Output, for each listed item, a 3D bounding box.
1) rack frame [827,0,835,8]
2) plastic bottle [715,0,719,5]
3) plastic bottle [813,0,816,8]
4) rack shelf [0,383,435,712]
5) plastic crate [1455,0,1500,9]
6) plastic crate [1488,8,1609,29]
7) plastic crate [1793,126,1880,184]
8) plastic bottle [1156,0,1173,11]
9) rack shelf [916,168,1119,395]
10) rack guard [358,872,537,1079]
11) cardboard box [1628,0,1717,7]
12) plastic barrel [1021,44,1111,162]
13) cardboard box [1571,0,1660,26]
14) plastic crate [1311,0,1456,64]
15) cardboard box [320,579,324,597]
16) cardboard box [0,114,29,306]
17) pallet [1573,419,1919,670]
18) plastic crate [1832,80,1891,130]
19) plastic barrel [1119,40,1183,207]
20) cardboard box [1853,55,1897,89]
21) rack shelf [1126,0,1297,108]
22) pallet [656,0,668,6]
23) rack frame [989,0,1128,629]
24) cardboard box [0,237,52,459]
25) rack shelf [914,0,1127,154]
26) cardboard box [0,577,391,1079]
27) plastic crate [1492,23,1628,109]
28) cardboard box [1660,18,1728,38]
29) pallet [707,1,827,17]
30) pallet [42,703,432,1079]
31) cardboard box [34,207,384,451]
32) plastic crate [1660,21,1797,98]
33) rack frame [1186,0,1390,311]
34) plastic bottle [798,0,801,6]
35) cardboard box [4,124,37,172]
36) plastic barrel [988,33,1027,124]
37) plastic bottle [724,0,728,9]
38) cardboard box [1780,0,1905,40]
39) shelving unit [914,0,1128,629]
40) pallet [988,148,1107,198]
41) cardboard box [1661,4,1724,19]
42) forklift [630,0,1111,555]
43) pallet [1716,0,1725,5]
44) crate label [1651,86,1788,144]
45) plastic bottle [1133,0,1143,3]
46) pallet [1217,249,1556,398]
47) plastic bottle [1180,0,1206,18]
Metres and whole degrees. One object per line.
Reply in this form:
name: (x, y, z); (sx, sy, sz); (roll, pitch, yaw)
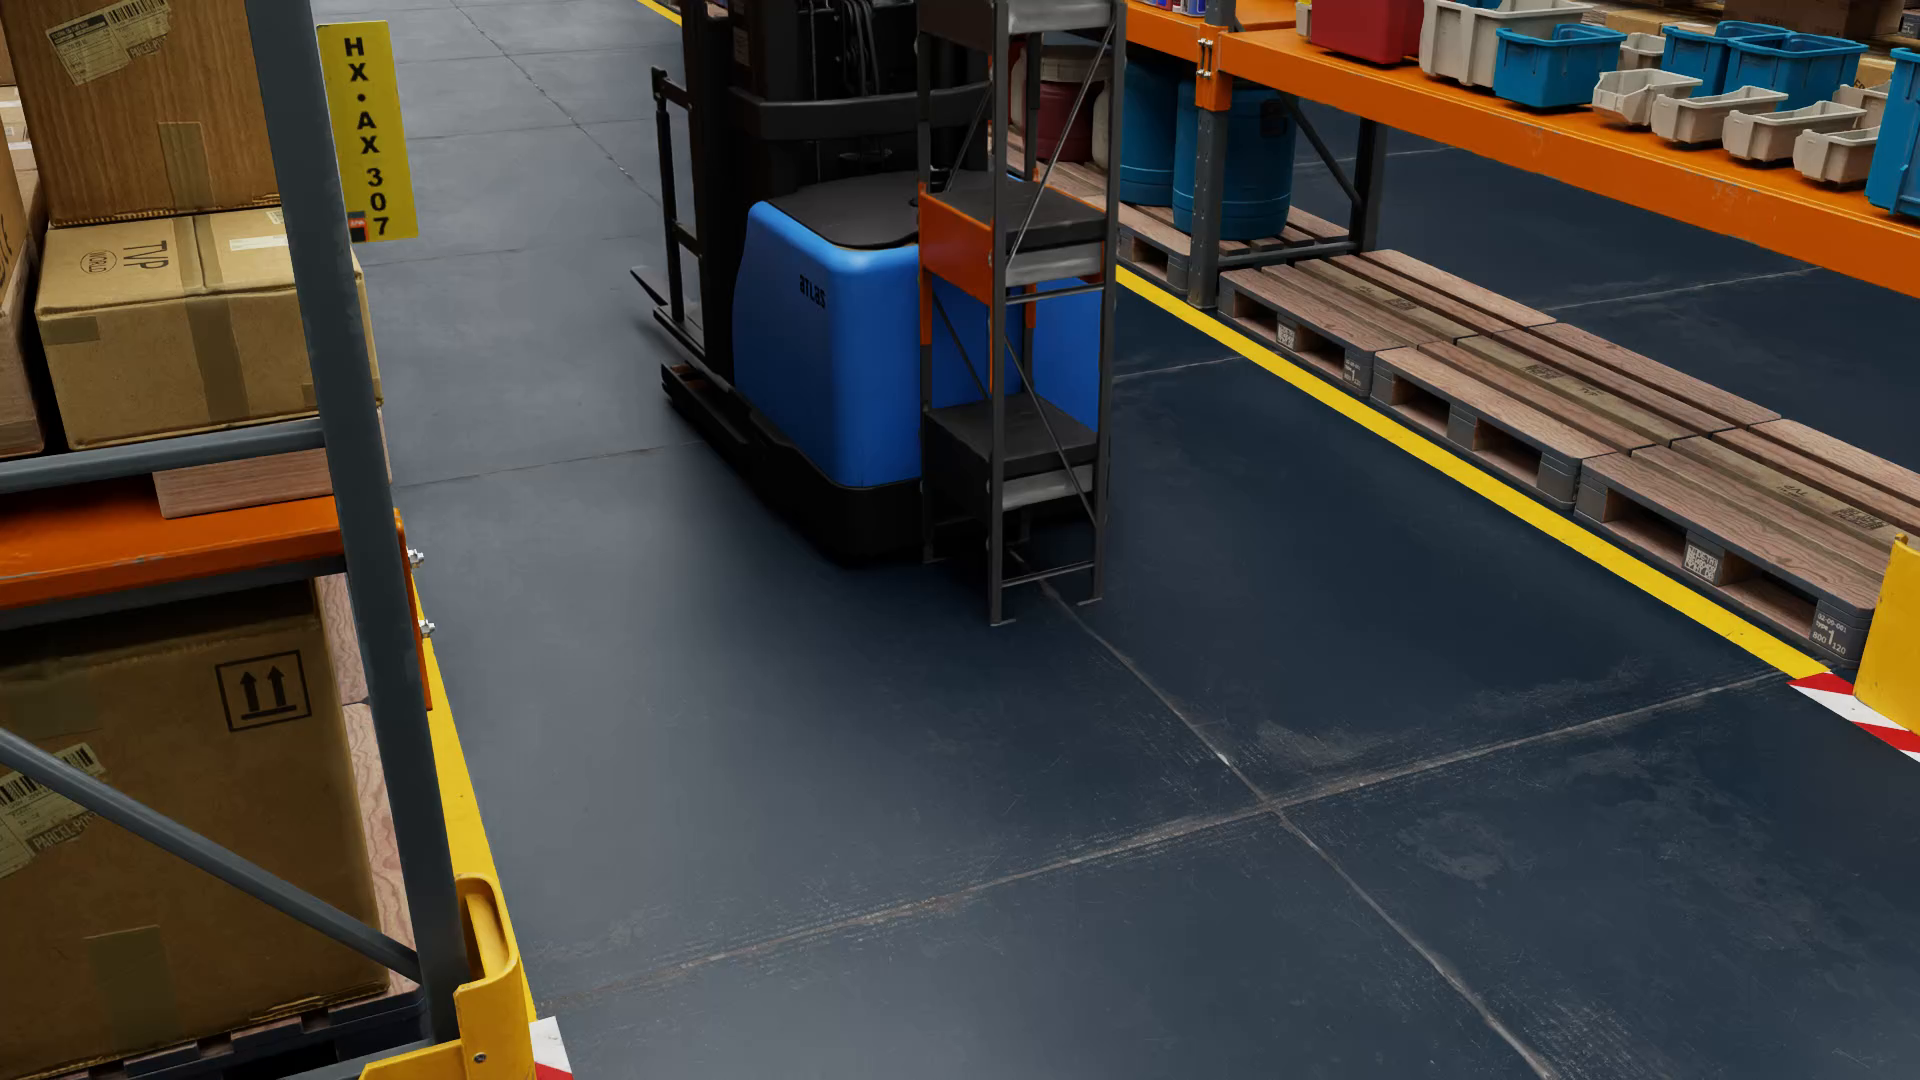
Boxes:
rack frame: (-1.545, -5.789, 14.188); (1.000, 3.000, 0.127); (-11, 28, -21)
plastic bottle: (-2.240, -5.113, 15.397); (0.061, 0.283, 0.133); (-9, 27, -17)
plastic bottle: (-1.307, -4.974, 15.207); (0.097, 0.201, 0.097); (0, 26, 0)
rack shelf: (-2.187, -0.578, 4.334); (1.077, 0.370, 4.000); (-11, 28, -21)
plastic crate: (2.084, -2.449, 7.298); (0.392, 0.384, 0.575); (-11, 28, -21)
plastic crate: (2.273, -2.057, 6.789); (0.437, 0.125, 0.590); (-11, 28, -21)
plastic crate: (2.668, -1.151, 4.921); (0.396, 0.136, 0.243); (-11, 28, -21)
plastic bottle: (1.003, -2.696, 7.986); (0.061, 0.283, 0.133); (-11, 28, -21)
rack shelf: (0.165, -0.791, 5.007); (0.431, 0.518, 0.480); (-12, 29, -24)
rack guard: (-1.394, 1.039, 3.051); (1.175, 0.500, 0.348); (-11, 28, -21)
cardboard box: (5.188, -4.076, 12.172); (0.500, 0.250, 0.500); (-9, 28, -19)
plastic barrel: (0.671, -2.629, 9.985); (0.600, 0.588, 0.708); (-11, 28, -21)
cardboard box: (4.706, -3.655, 12.165); (0.500, 0.500, 0.500); (-12, 28, -22)
plastic crate: (1.706, -2.212, 6.719); (0.402, 0.464, 0.583); (-11, 28, -21)
cardboard box: (-2.433, -0.299, 4.886); (0.875, 0.875, 0.875); (-11, 28, -21)
cardboard box: (-1.836, -0.648, 2.636); (0.500, 0.500, 0.500); (-10, 28, -20)
pallet: (2.867, -0.031, 5.573); (1.003, 0.211, 1.213); (-11, 28, -21)
plastic crate: (3.045, -1.427, 5.486); (0.250, 0.136, 0.298); (-11, 28, -21)
plastic barrel: (1.113, -2.314, 8.983); (0.600, 0.901, 0.708); (-11, 28, -21)
cardboard box: (5.690, -2.633, 10.072); (0.500, 0.500, 0.500); (-11, 28, -21)
rack shelf: (0.804, -3.044, 9.385); (1.077, 0.370, 4.000); (-11, 28, -21)
pallet: (-2.726, -5.799, 17.387); (1.003, 0.211, 1.213); (-11, 28, -21)
rack frame: (0.274, -0.707, 4.805); (0.400, 2.100, 0.015); (-12, 29, -24)
cardboard box: (-1.837, -0.310, 2.798); (0.500, 0.250, 0.500); (-11, 28, -21)
rack shelf: (0.165, -1.420, 4.700); (0.431, 0.518, 0.480); (-12, 29, -24)
cardboard box: (-1.728, 0.428, 3.398); (0.875, 0.875, 0.875); (-11, 28, -21)
plastic crate: (2.114, -1.681, 5.897); (0.416, 0.233, 0.300); (-11, 28, -21)
cardboard box: (5.107, -3.242, 11.319); (0.500, 0.500, 0.500); (-12, 28, -22)
pallet: (-1.770, -4.814, 15.370); (1.003, 0.211, 1.213); (-11, 28, -21)
pallet: (-1.789, 0.850, 3.768); (1.003, 0.211, 1.213); (-11, 28, -21)
cardboard box: (-1.343, -0.400, 2.982); (0.500, 0.250, 0.500); (-11, 28, -22)
plastic crate: (2.727, -1.705, 5.946); (0.416, 0.233, 0.300); (-11, 28, -21)
rack frame: (1.587, -2.559, 7.573); (1.000, 3.000, 0.127); (-11, 28, -21)
plastic bottle: (-1.516, -5.077, 15.325); (0.061, 0.283, 0.133); (-11, 28, -21)
cardboard box: (-2.235, -0.720, 3.638); (0.500, 0.250, 0.500); (-12, 28, -22)
plastic barrel: (0.228, -3.193, 10.866); (0.600, 0.830, 0.708); (-11, 28, -21)
plastic bottle: (-2.063, -5.007, 15.104); (0.144, 0.351, 0.185); (-11, 28, -22)
cardboard box: (5.790, -3.461, 10.913); (0.500, 0.250, 0.500); (-11, 28, -20)
shelving unit: (0.165, -0.803, 5.001); (0.431, 2.100, 0.503); (-12, 29, -24)
pallet: (0.842, -2.118, 9.848); (1.003, 0.211, 1.213); (-11, 28, -21)
cardboard box: (5.365, -3.552, 11.954); (0.500, 0.500, 0.500); (-12, 28, -22)
forklift: (-0.584, -1.882, 6.265); (1.130, 2.935, 3.031); (-12, 29, -24)
pallet: (8.358, -5.431, 16.633); (1.003, 0.211, 1.213); (-11, 28, -21)
crate label: (2.436, -1.379, 5.388); (0.396, 0.136, 0.243); (-11, 28, -21)
plastic bottle: (0.926, -2.852, 8.229); (0.144, 0.351, 0.185); (-11, 28, -21)
pallet: (1.911, -1.016, 7.591); (1.003, 0.211, 1.213); (-11, 28, -21)
plastic bottle: (1.136, -2.607, 7.813); (0.152, 0.276, 0.135); (-11, 28, -21)
